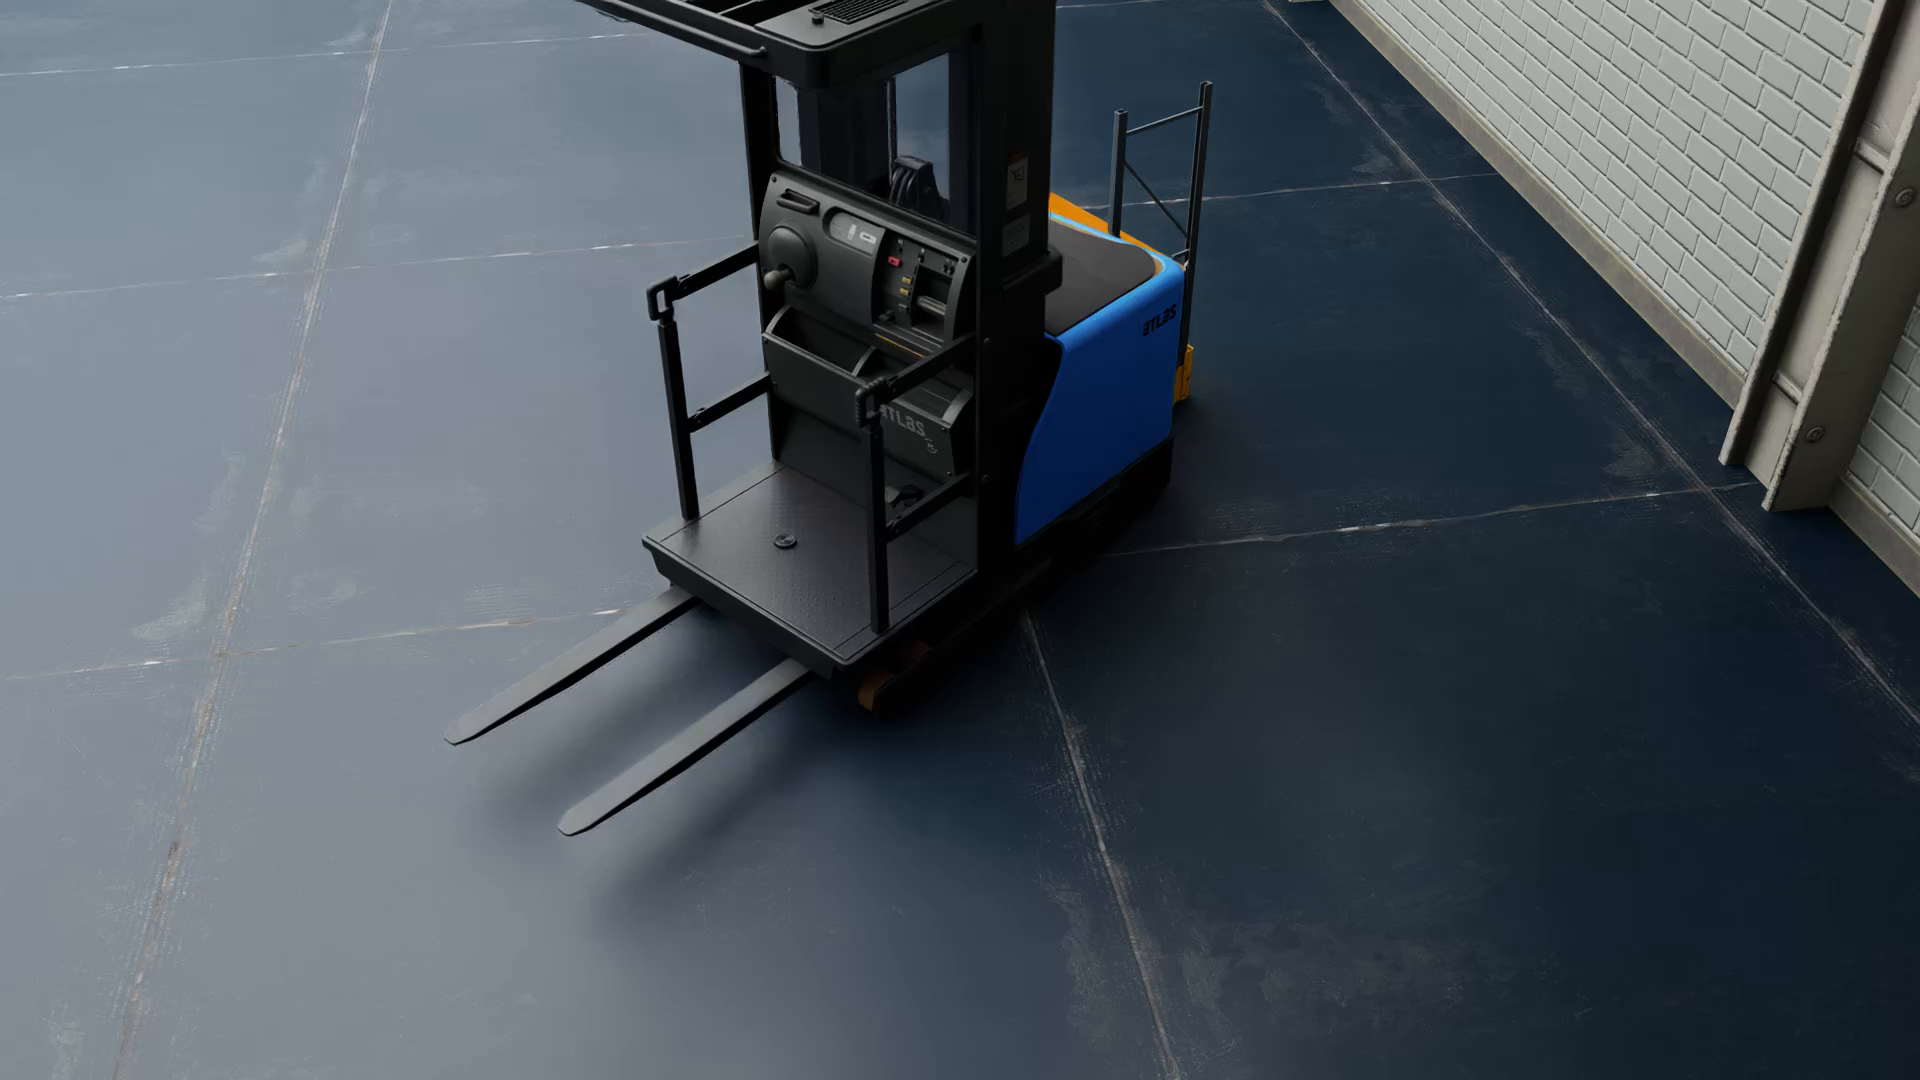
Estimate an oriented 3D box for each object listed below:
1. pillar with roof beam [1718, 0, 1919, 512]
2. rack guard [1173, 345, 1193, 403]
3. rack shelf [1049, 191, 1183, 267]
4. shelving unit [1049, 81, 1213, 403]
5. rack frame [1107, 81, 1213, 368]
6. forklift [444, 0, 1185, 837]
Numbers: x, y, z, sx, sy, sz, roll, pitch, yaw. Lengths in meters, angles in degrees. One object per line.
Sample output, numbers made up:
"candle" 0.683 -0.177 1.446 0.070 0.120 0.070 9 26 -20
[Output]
"pillar with roof beam" -0.770 -3.342 3.717 9.100 9.000 0.400 -6 38 -8
"rack guard" 0.794 -0.669 7.407 0.587 0.250 0.087 -25 44 -29
"rack shelf" 0.498 -1.259 7.441 0.538 0.185 1.000 -25 44 -29
"shelving unit" 0.493 -1.405 7.336 0.587 1.500 1.083 -25 44 -29
"rack frame" 0.806 -1.153 7.011 0.500 1.500 0.032 -25 44 -29
"forklift" -0.472 -0.886 5.502 1.130 2.935 3.031 28 46 32
